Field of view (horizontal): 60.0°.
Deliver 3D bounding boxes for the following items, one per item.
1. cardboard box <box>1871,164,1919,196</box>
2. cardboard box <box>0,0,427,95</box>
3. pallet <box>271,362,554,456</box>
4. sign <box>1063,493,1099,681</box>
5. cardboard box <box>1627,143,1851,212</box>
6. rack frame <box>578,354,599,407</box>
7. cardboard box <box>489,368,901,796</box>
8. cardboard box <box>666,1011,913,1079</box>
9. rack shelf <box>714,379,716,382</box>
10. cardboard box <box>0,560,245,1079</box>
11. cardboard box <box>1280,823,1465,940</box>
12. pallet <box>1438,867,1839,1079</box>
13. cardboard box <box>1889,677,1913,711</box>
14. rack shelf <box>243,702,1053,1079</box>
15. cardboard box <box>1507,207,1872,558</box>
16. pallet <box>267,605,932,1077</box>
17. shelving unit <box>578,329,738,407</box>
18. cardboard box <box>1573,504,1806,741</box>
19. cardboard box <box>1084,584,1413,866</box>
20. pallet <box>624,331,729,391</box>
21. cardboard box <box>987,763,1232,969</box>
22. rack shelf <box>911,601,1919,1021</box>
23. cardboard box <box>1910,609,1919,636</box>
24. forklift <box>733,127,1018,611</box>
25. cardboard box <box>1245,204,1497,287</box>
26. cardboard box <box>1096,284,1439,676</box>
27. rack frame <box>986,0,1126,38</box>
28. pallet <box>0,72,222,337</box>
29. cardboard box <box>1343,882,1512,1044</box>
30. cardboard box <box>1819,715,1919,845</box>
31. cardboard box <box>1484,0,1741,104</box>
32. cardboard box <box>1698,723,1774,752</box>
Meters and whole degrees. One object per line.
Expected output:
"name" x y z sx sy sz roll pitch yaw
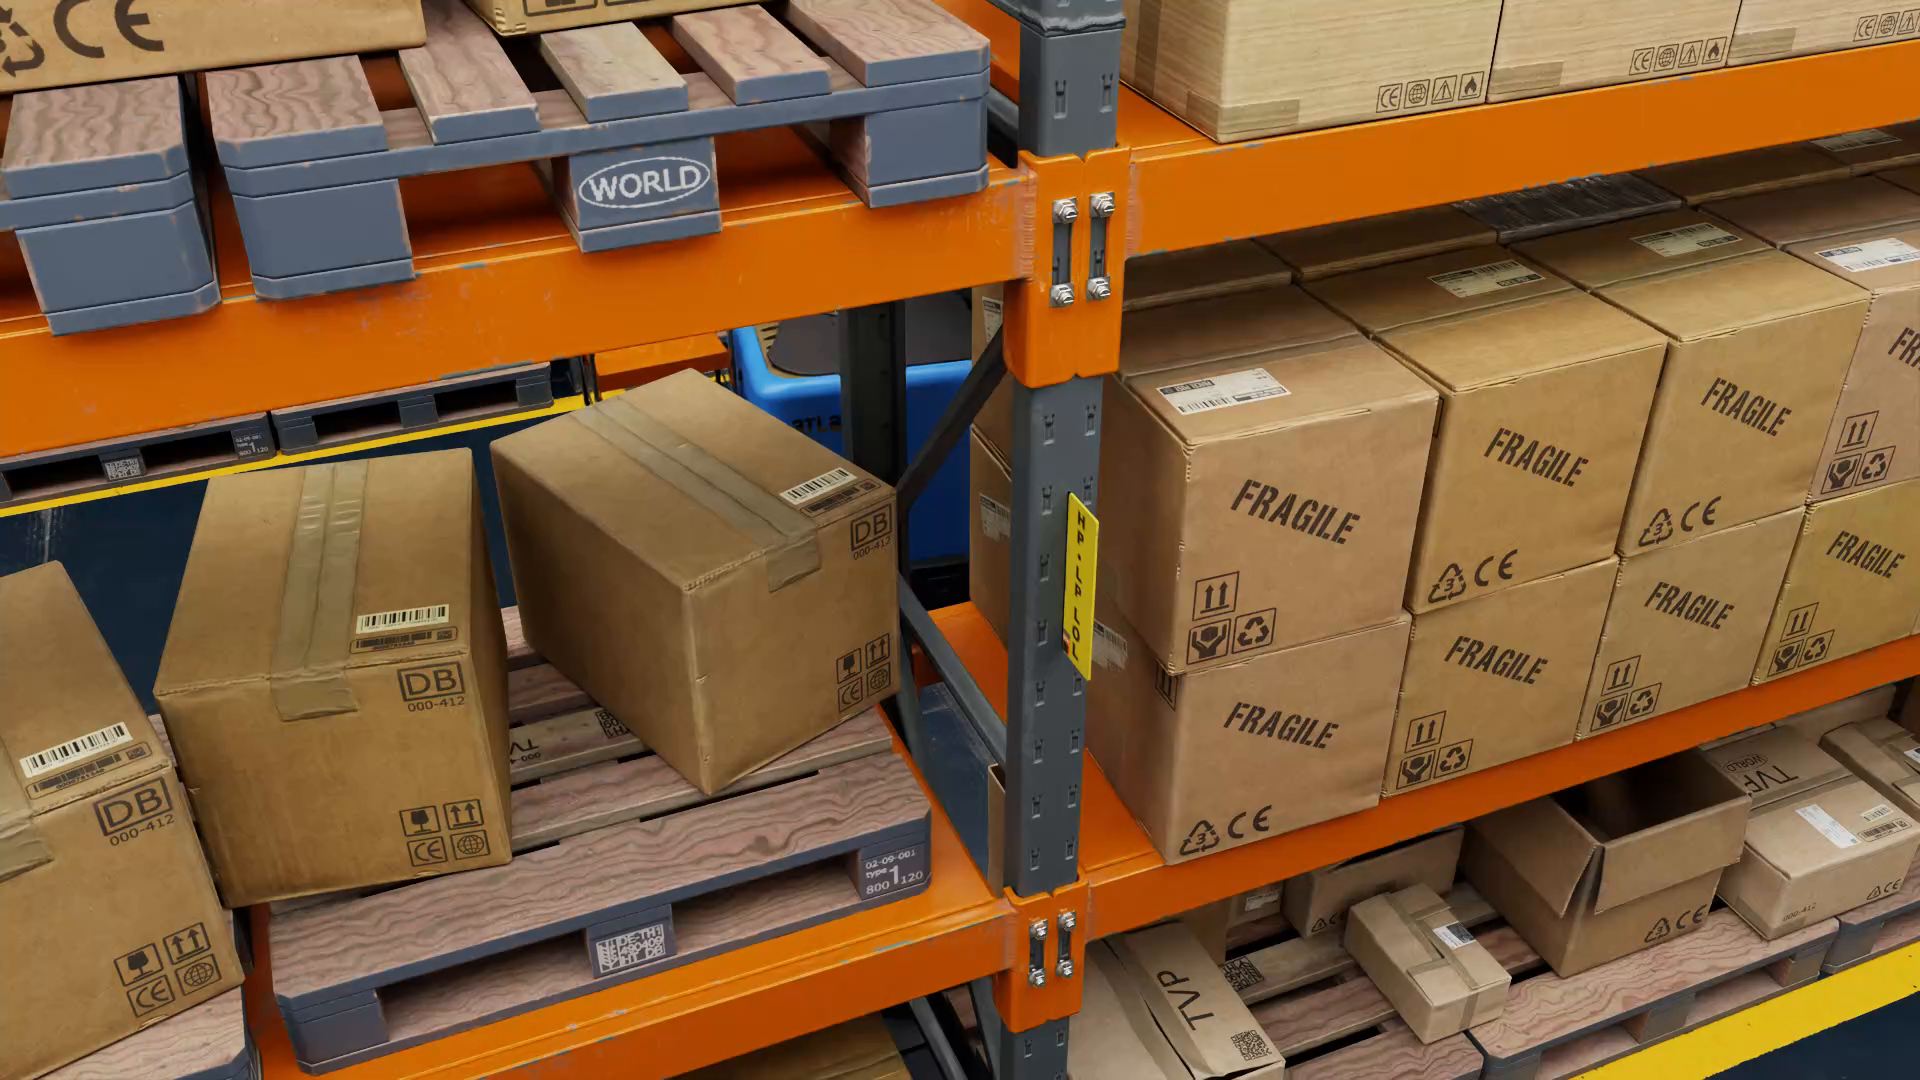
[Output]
"cardboard box" 2.427 -0.565 3.860 0.500 0.500 0.500 -12 35 -18
"cardboard box" -1.116 -1.006 2.227 0.600 0.600 0.600 -13 35 -19
"pallet" -2.619 -0.831 7.834 1.213 0.211 1.003 -13 35 -19
"sign" 0.203 0.082 2.812 0.005 0.325 0.100 -13 35 -19
"cardboard box" 1.751 -0.730 4.113 0.500 0.500 0.500 -13 35 -19
"rack frame" -1.292 -0.232 6.006 0.015 1.200 0.240 -14 35 -20
"cardboard box" -0.539 0.059 3.433 0.500 0.500 0.700 -26 41 -34
"cardboard box" -0.360 1.401 3.735 0.500 0.500 0.500 -13 35 -19
"rack shelf" -1.070 -0.418 6.004 0.480 0.148 0.258 -14 35 -20
"cardboard box" -1.621 0.475 2.792 0.500 0.500 0.700 -23 39 -31
"cardboard box" 1.092 0.810 4.816 0.500 0.311 0.500 -13 35 -19
"pallet" 1.745 1.054 4.937 1.213 0.211 1.003 -13 35 -19
"cardboard box" 2.923 0.416 5.555 0.250 0.166 0.380 -13 35 -19
"rack shelf" -1.860 1.013 3.102 4.000 0.370 1.077 -13 35 -19
"cardboard box" 1.478 -0.347 3.525 0.500 0.500 0.500 -14 36 -20
"pallet" -0.795 0.483 3.433 1.213 0.211 1.003 -13 35 -19
"shelving unit" -1.069 -0.286 6.089 0.503 1.200 0.258 -14 35 -20
"cardboard box" 1.493 0.062 3.812 0.500 0.500 0.500 -13 35 -19
"cardboard box" 0.560 0.277 3.483 0.500 0.500 0.500 -12 35 -18
"pallet" -1.205 -1.153 8.329 1.213 0.211 1.003 -13 35 -19
"cardboard box" 0.400 0.890 4.521 0.500 0.500 0.500 -13 35 -19
"rack shelf" 1.829 0.168 4.400 4.000 0.370 1.077 -13 35 -19
"cardboard box" 2.426 -0.152 4.142 0.500 0.500 0.500 -13 35 -19
"forklift" 0.660 -1.289 6.044 3.031 2.935 1.130 -8 34 -11
"cardboard box" 0.822 -0.518 3.788 0.500 0.500 0.500 -14 35 -20
"cardboard box" 0.528 -0.130 3.191 0.500 0.500 0.500 -12 35 -18
"rack frame" -0.015 -2.225 1.919 0.127 3.000 1.000 -13 35 -19
"pallet" -1.599 -0.566 2.292 1.003 0.211 1.213 -13 35 -19
"cardboard box" 1.249 1.125 4.465 0.250 0.166 0.380 -13 35 -19
"cardboard box" 2.858 0.727 5.077 0.250 0.166 0.380 -13 35 -19
"cardboard box" 0.991 -0.987 2.904 0.500 0.250 0.500 -13 35 -19
"cardboard box" 2.139 0.596 5.201 0.500 0.250 0.500 -13 35 -19
